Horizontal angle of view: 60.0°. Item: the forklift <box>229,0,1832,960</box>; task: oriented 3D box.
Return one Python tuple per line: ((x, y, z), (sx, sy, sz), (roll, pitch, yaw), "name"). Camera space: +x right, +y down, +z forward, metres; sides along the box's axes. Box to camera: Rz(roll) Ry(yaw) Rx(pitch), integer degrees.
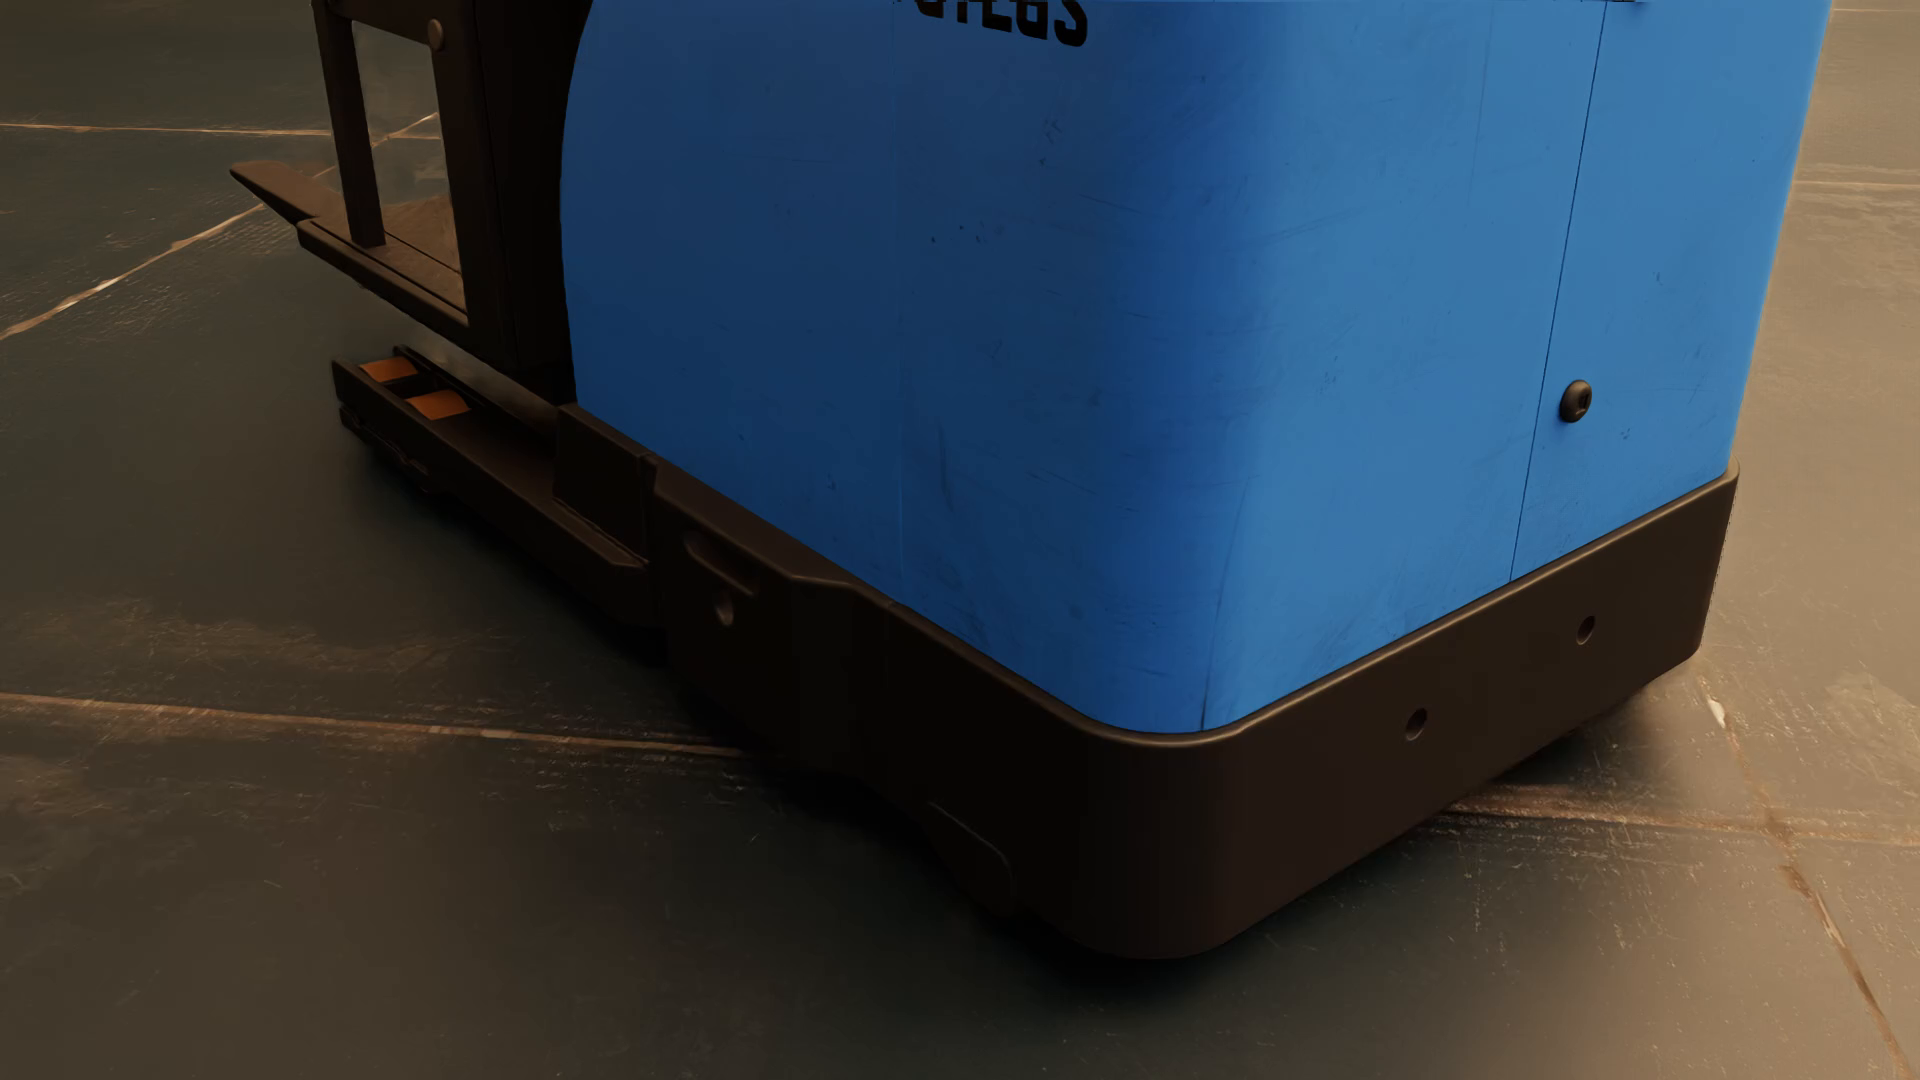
((-0.385, -1.507, 2.237), (1.130, 2.935, 3.031), (-20, 33, -34), "forklift")
